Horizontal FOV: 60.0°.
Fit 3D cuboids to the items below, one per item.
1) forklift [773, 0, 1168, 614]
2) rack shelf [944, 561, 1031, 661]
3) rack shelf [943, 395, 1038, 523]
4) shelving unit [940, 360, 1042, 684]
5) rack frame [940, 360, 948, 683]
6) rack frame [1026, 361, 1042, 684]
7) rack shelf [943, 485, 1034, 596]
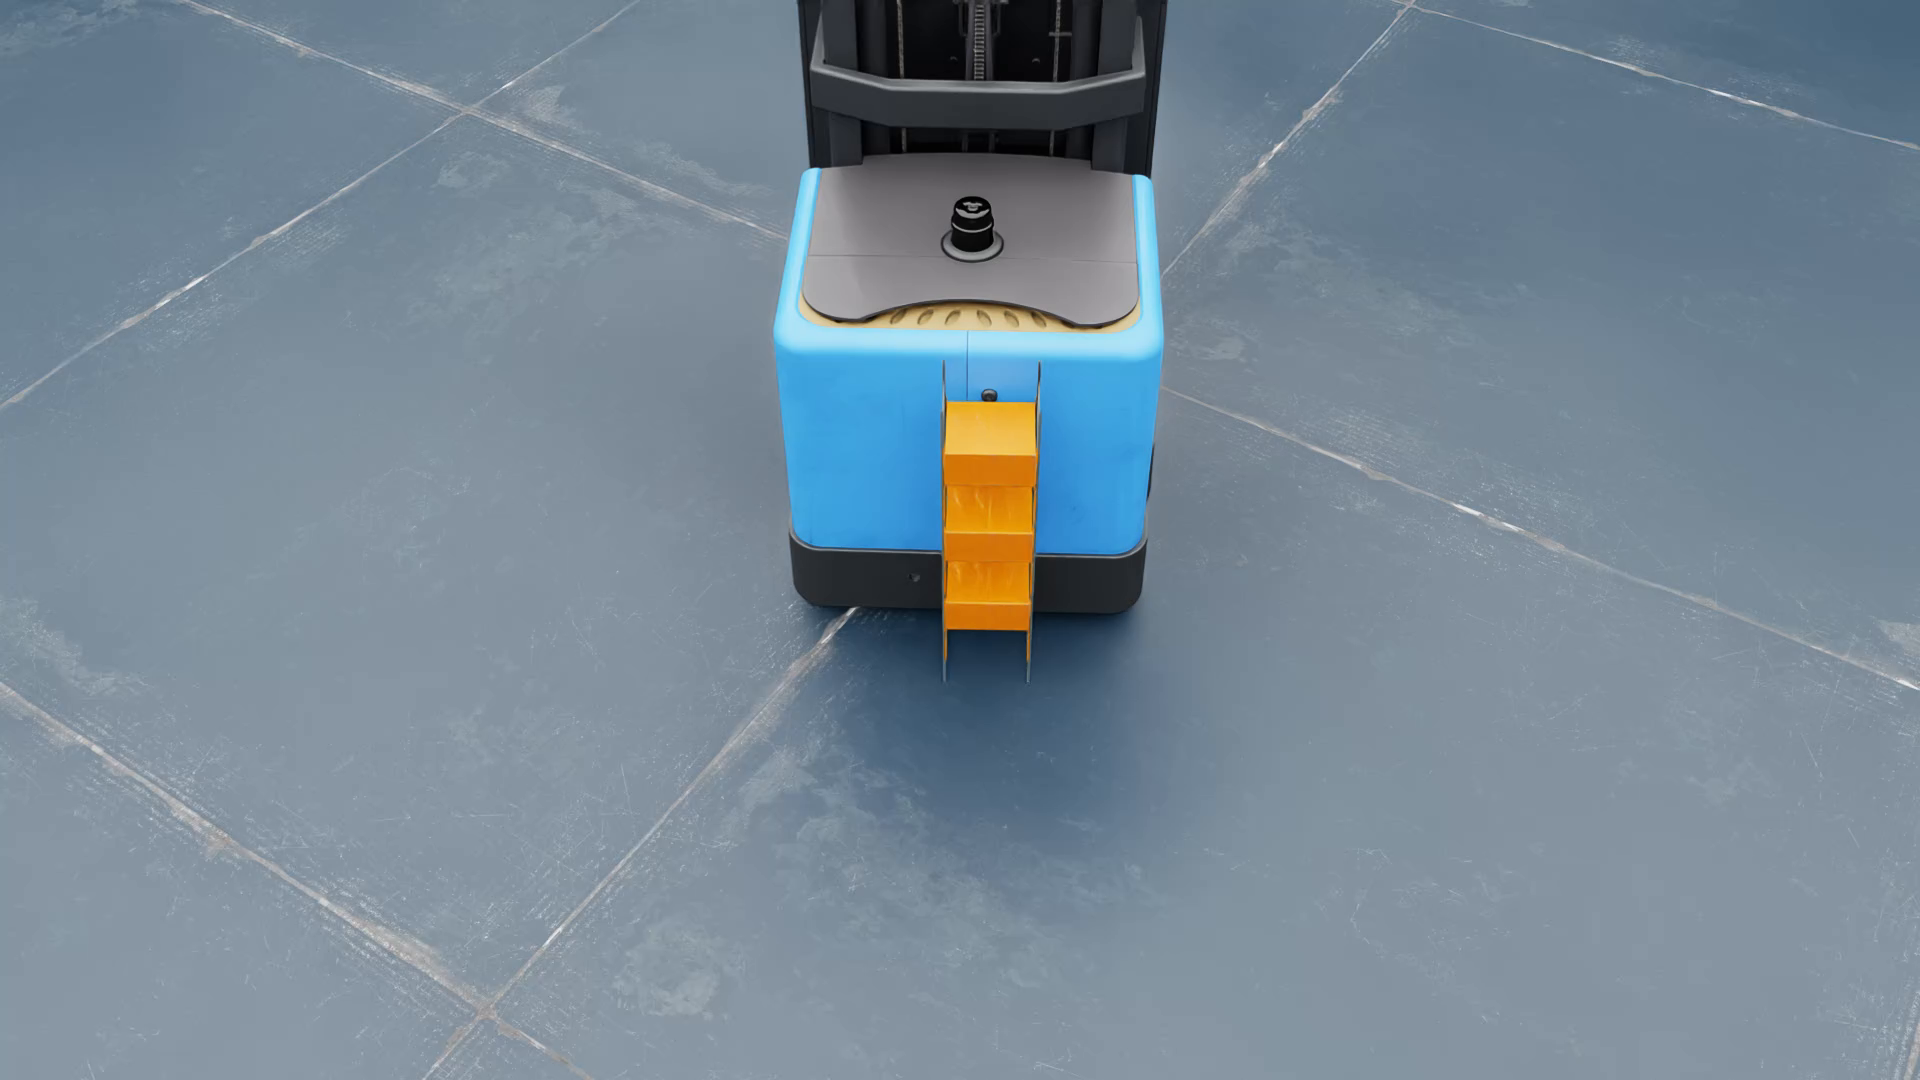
[{"bbox_3d":[0.074,-1.849,5.003,1.130,2.935,3.031,2,46,1],"label":"forklift"},{"bbox_3d":[0.079,0.182,4.744,0.240,0.259,0.215,1,46,1],"label":"rack shelf"},{"bbox_3d":[0.079,-0.210,4.341,0.240,0.259,0.215,1,46,1],"label":"rack shelf"},{"bbox_3d":[0.079,-0.020,4.537,0.252,1.050,0.215,1,46,1],"label":"shelving unit"},{"bbox_3d":[-0.043,-0.021,4.539,0.008,1.050,0.200,1,46,1],"label":"rack frame"},{"bbox_3d":[0.201,-0.018,4.535,0.008,1.050,0.200,1,46,1],"label":"rack frame"},{"bbox_3d":[0.079,-0.012,4.545,0.240,0.259,0.215,1,46,1],"label":"rack shelf"}]
